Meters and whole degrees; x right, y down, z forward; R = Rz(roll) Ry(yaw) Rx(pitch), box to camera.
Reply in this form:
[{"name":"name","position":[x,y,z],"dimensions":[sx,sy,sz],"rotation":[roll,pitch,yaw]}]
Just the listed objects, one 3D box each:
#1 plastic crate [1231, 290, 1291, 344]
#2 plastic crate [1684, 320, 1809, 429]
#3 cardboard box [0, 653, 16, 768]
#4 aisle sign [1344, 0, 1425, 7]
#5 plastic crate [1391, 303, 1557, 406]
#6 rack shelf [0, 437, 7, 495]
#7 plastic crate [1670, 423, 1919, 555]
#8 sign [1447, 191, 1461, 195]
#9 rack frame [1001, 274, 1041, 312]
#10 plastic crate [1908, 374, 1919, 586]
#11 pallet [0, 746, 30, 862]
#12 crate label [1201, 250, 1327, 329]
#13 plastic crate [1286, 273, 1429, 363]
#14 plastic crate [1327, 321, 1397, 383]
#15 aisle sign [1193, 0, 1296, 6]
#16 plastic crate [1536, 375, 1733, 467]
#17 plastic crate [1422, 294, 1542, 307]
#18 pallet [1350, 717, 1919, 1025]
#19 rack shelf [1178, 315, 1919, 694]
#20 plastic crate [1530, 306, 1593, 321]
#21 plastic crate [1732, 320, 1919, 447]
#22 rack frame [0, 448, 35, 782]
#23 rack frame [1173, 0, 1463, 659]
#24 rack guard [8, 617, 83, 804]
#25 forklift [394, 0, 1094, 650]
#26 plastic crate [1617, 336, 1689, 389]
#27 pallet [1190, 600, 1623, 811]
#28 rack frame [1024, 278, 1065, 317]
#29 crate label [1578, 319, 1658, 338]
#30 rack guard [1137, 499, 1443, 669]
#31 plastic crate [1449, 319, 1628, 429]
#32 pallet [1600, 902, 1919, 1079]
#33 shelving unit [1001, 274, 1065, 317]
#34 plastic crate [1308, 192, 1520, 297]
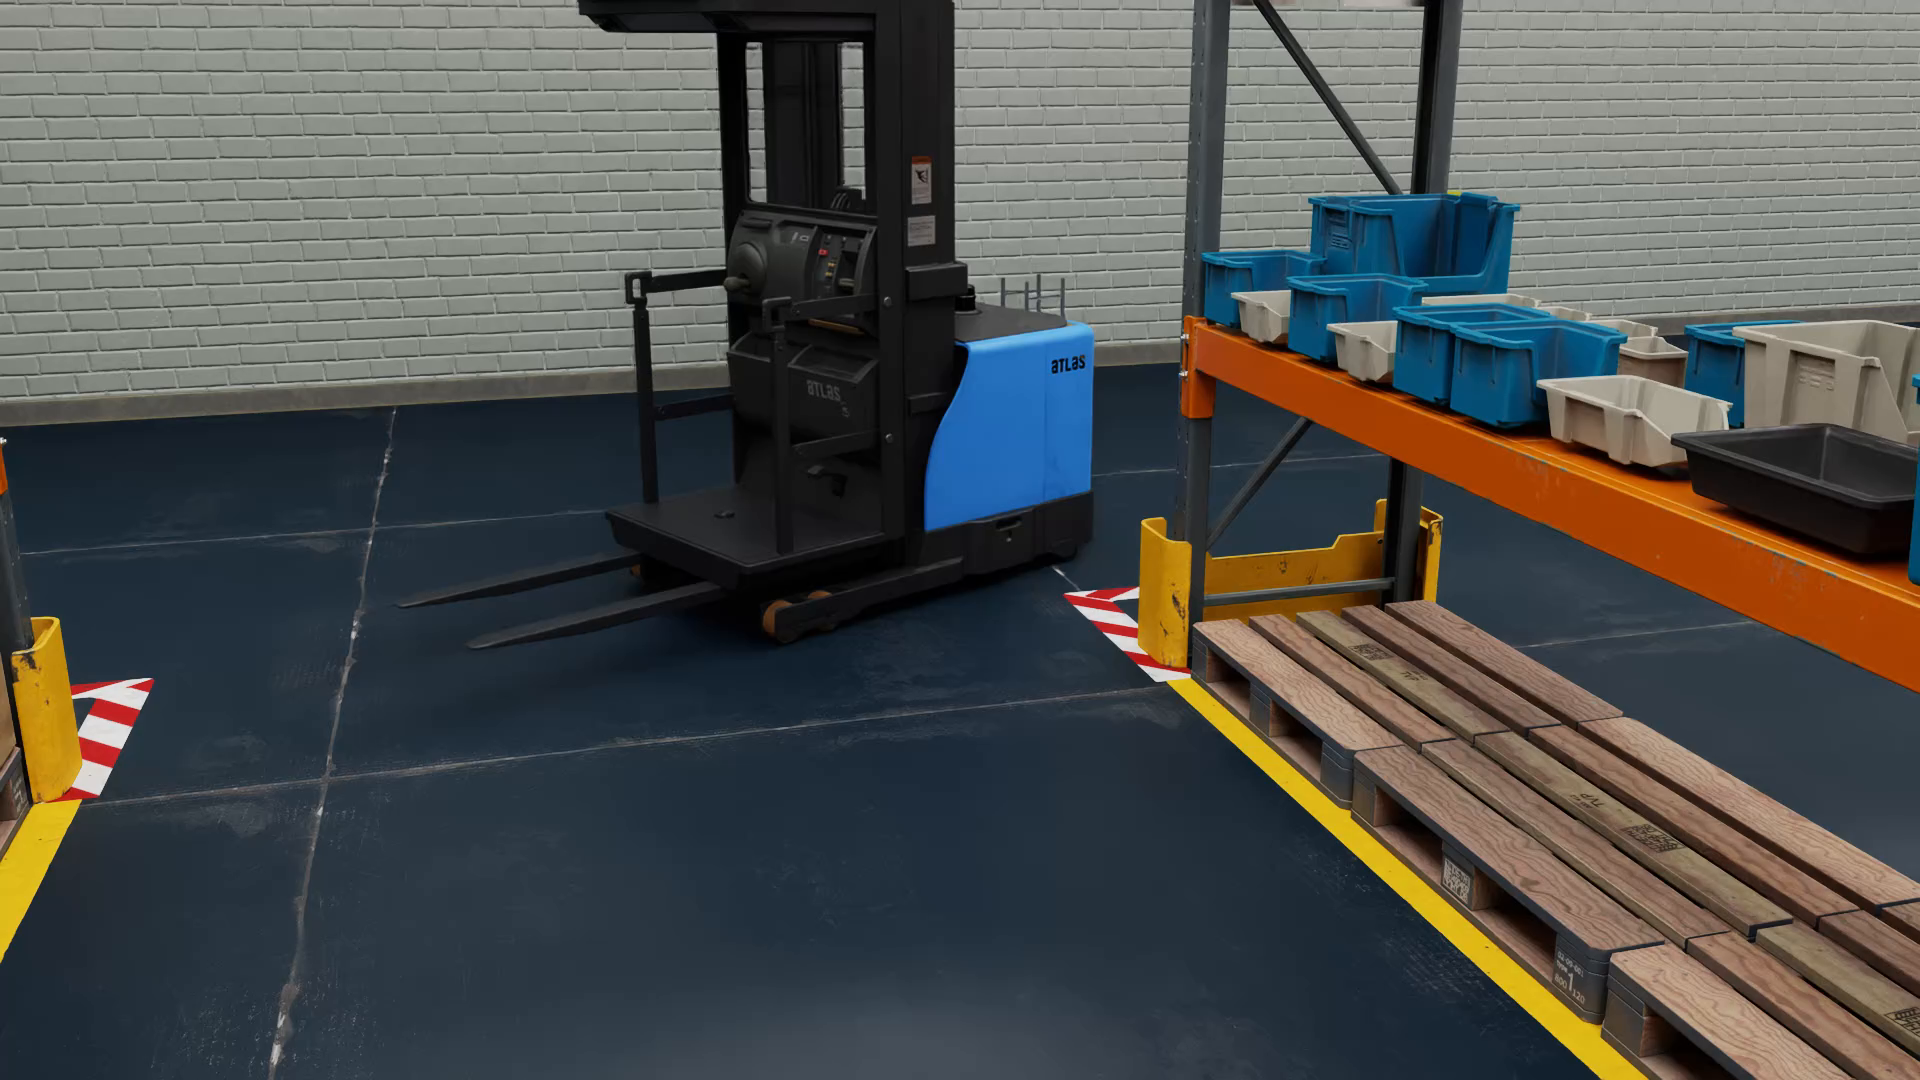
[{"name":"plastic crate","position":[1.075,-0.744,5.569],"dimensions":[0.250,0.136,0.298],"rotation":[-5,17,-15]},{"name":"plastic crate","position":[2.126,-0.432,4.363],"dimensions":[0.416,0.233,0.300],"rotation":[-5,17,-15]},{"name":"cardboard box","position":[-3.062,0.477,4.731],"dimensions":[0.500,0.500,0.500],"rotation":[-5,17,-15]},{"name":"aisle sign","position":[1.577,-2.319,5.940],"dimensions":[0.394,0.787,0.004],"rotation":[-5,17,-15]},{"name":"plastic crate","position":[1.428,-0.521,4.660],"dimensions":[0.416,0.233,0.300],"rotation":[-5,17,-15]},{"name":"rack shelf","position":[-2.899,0.257,3.132],"dimensions":[1.077,0.370,4.000],"rotation":[-5,17,-15]},{"name":"plastic crate","position":[1.849,-0.110,3.478],"dimensions":[0.437,0.125,0.590],"rotation":[-5,17,-15]},{"name":"sign","position":[1.840,-1.157,6.307],"dimensions":[0.100,0.325,0.005],"rotation":[-5,17,-15]},{"name":"rack frame","position":[0.296,-0.702,8.204],"dimensions":[0.240,1.200,0.006],"rotation":[-12,20,-34]},{"name":"plastic crate","position":[1.958,-0.048,2.821],"dimensions":[0.392,0.384,0.575],"rotation":[-5,17,-15]},{"name":"pallet","position":[-3.208,0.937,4.468],"dimensions":[1.003,0.211,1.213],"rotation":[-5,17,-15]},{"name":"crate label","position":[1.067,-0.885,5.872],"dimensions":[0.416,0.233,0.303],"rotation":[-5,17,-15]},{"name":"plastic crate","position":[1.247,-0.703,5.266],"dimensions":[0.416,0.233,0.300],"rotation":[-5,17,-15]},{"name":"plastic crate","position":[1.262,-0.556,4.944],"dimensions":[0.250,0.136,0.298],"rotation":[-5,17,-15]},{"name":"aisle sign","position":[1.010,-2.273,5.785],"dimensions":[0.394,0.787,0.004],"rotation":[-5,17,-15]},{"name":"plastic crate","position":[1.647,-0.285,4.041],"dimensions":[0.293,0.136,0.466],"rotation":[-5,17,-15]},{"name":"plastic crate","position":[1.713,-0.722,5.497],"dimensions":[0.396,0.136,0.243],"rotation":[-5,17,-15]},{"name":"pallet","position":[1.836,0.872,4.681],"dimensions":[1.003,0.211,1.213],"rotation":[-5,17,-15]},{"name":"rack shelf","position":[1.865,-0.133,4.433],"dimensions":[1.077,0.370,4.000],"rotation":[-5,17,-15]},{"name":"plastic crate","position":[1.779,-0.641,5.226],"dimensions":[0.396,0.136,0.243],"rotation":[-5,17,-15]},{"name":"plastic crate","position":[2.172,-0.334,3.950],"dimensions":[0.437,0.282,0.530],"rotation":[-5,17,-15]},{"name":"rack frame","position":[-3.448,-0.641,4.871],"dimensions":[1.000,3.000,0.127],"rotation":[-5,17,-15]},{"name":"rack frame","position":[1.315,-1.031,6.171],"dimensions":[1.000,3.000,0.127],"rotation":[-5,17,-15]},{"name":"rack guard","position":[-3.428,0.578,5.160],"dimensions":[1.175,0.500,0.348],"rotation":[-5,17,-15]},{"name":"forklift","position":[-0.819,-1.165,6.736],"dimensions":[3.031,2.935,1.130],"rotation":[-14,22,-40]},{"name":"plastic crate","position":[1.978,-0.486,4.708],"dimensions":[0.298,0.136,0.250],"rotation":[-5,17,-15]},{"name":"pallet","position":[1.505,0.536,5.802],"dimensions":[1.003,0.211,1.213],"rotation":[-5,17,-15]},{"name":"rack frame","position":[0.403,-0.660,8.062],"dimensions":[0.240,1.200,0.006],"rotation":[-12,20,-34]},{"name":"crate label","position":[1.879,-0.566,4.976],"dimensions":[0.396,0.136,0.243],"rotation":[-5,17,-15]},{"name":"rack guard","position":[1.296,0.160,6.549],"dimensions":[1.175,0.500,0.348],"rotation":[-5,17,-15]},{"name":"plastic crate","position":[1.511,-0.438,4.383],"dimensions":[0.416,0.233,0.300],"rotation":[-5,17,-15]},{"name":"pallet","position":[2.175,1.210,3.555],"dimensions":[1.003,0.211,1.213],"rotation":[-5,17,-15]},{"name":"shelving unit","position":[0.349,-0.681,8.133],"dimensions":[0.258,1.200,0.189],"rotation":[-12,20,-34]},{"name":"plastic crate","position":[1.587,-0.999,5.898],"dimensions":[0.616,0.435,0.499],"rotation":[-5,17,-15]}]
